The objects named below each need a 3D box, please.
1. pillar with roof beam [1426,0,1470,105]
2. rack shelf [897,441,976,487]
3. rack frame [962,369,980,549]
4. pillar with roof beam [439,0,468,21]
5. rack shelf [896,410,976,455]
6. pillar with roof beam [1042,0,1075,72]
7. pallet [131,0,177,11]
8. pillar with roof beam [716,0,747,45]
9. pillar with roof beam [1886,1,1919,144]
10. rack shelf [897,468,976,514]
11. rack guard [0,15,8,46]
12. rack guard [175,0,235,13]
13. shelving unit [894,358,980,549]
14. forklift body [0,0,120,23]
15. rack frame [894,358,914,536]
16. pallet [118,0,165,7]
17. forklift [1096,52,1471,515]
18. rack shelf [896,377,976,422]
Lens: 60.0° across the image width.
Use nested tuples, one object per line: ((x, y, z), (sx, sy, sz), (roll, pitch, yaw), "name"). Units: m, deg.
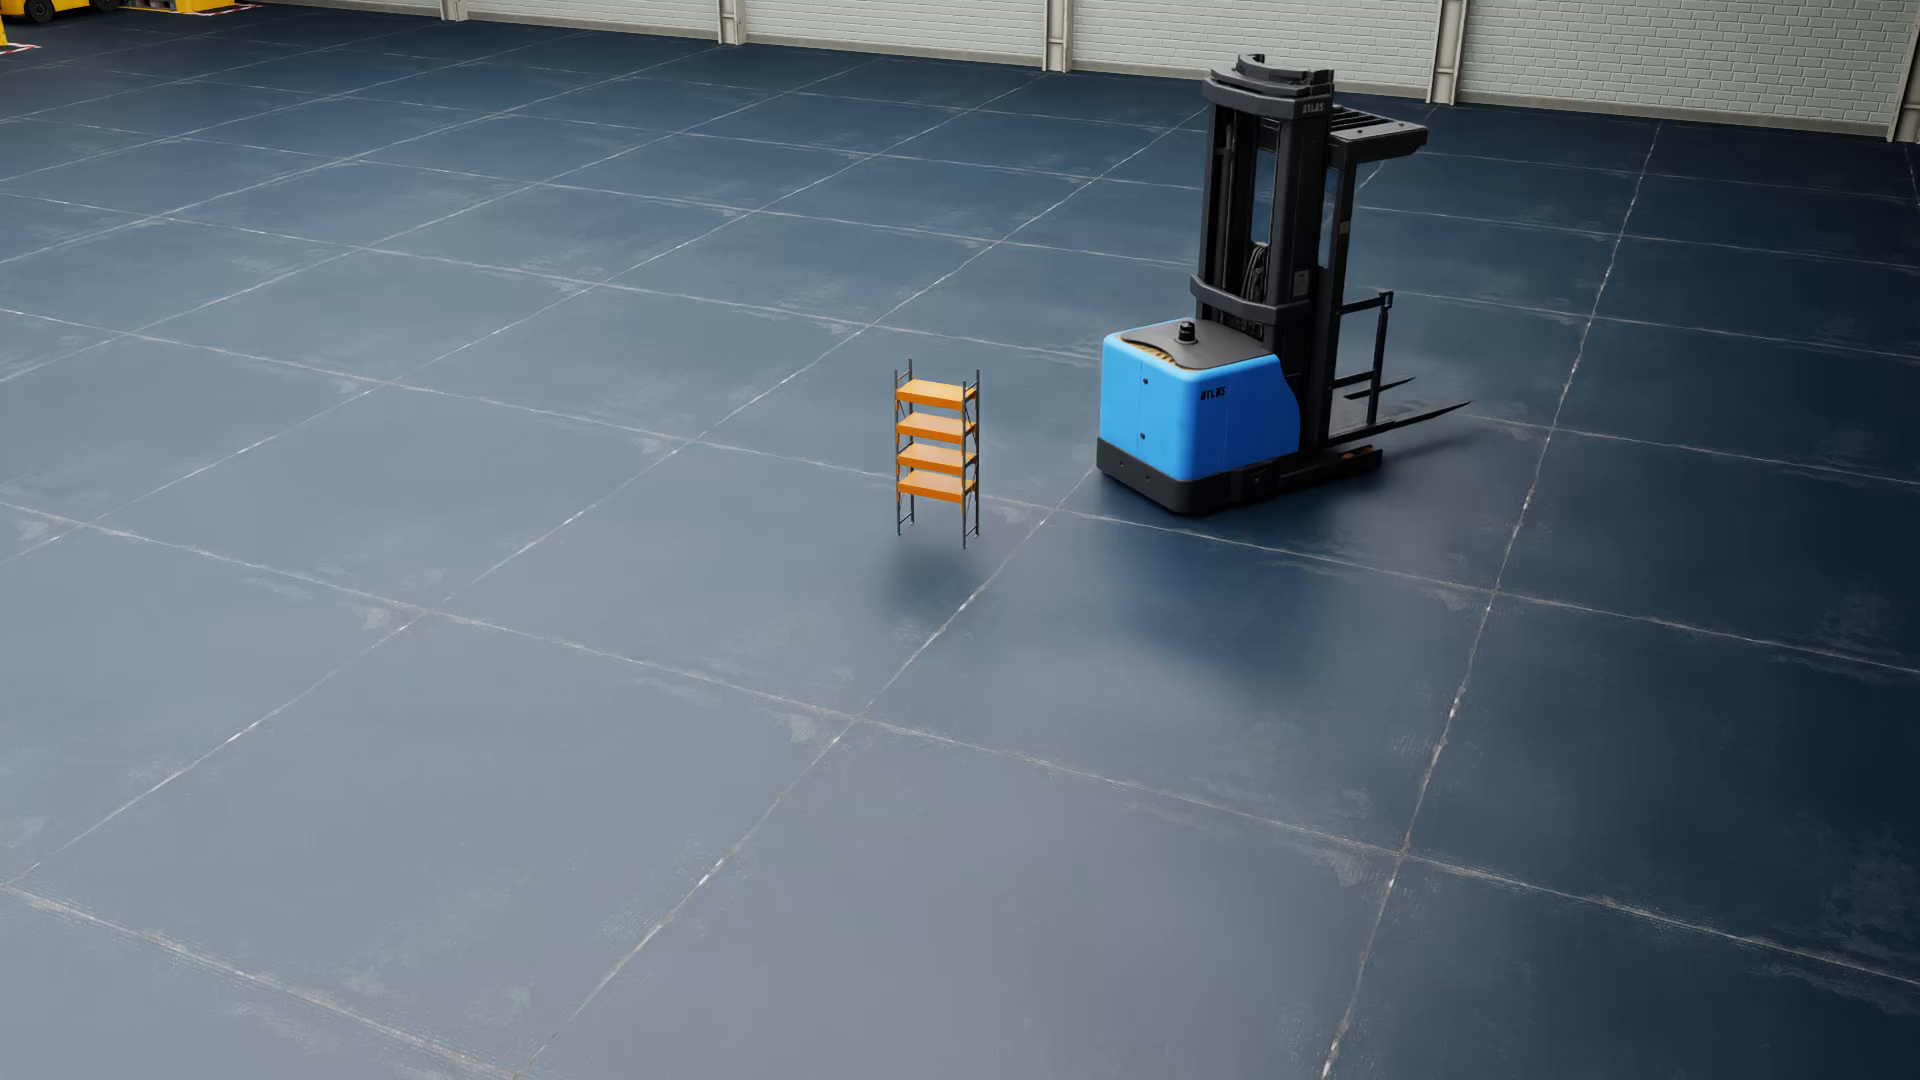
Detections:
((5.229, -8.685, 18.702), (0.400, 9.000, 9.100), (11, 28, 22), "pillar with roof beam")
((-0.151, -0.508, 11.076), (0.480, 0.148, 0.258), (11, 28, 22), "rack shelf")
((0.071, -0.524, 10.956), (0.015, 1.200, 0.240), (11, 28, 22), "rack frame")
((-11.156, -11.976, 25.386), (0.400, 9.000, 9.100), (11, 28, 22), "pillar with roof beam")
((-0.151, -0.709, 10.977), (0.480, 0.148, 0.258), (11, 28, 22), "rack shelf")
((-0.233, -9.782, 20.930), (0.400, 9.000, 9.100), (11, 28, 22), "pillar with roof beam")
((-15.289, -10.495, 32.327), (1.213, 0.211, 1.003), (11, 28, 22), "pallet")
((-5.695, -10.879, 23.158), (0.400, 9.000, 9.100), (11, 28, 22), "pillar with roof beam")
((10.691, -7.588, 16.474), (0.400, 9.000, 9.100), (11, 28, 22), "pillar with roof beam")
((-0.151, -0.330, 11.164), (0.480, 0.148, 0.258), (11, 28, 22), "rack shelf")
((-16.696, -8.519, 27.986), (0.348, 0.500, 1.175), (11, 28, 22), "rack guard")
((-14.554, -10.497, 32.004), (0.348, 0.500, 1.175), (11, 28, 22), "rack guard")
((-0.151, -0.569, 11.046), (0.503, 1.200, 0.258), (11, 28, 22), "shelving unit")
((-17.057, -10.855, 30.863), (1.214, 2.155, 2.313), (11, 28, 22), "forklift body")
((-0.373, -0.613, 11.137), (0.015, 1.200, 0.240), (11, 28, 22), "rack frame")
((-16.396, -10.718, 32.781), (1.213, 0.211, 1.003), (11, 28, 22), "pallet")
((2.521, -1.968, 11.929), (3.031, 2.935, 1.130), (-15, 30, -28), "forklift")
((-0.151, -0.921, 10.873), (0.480, 0.148, 0.258), (11, 28, 22), "rack shelf")
